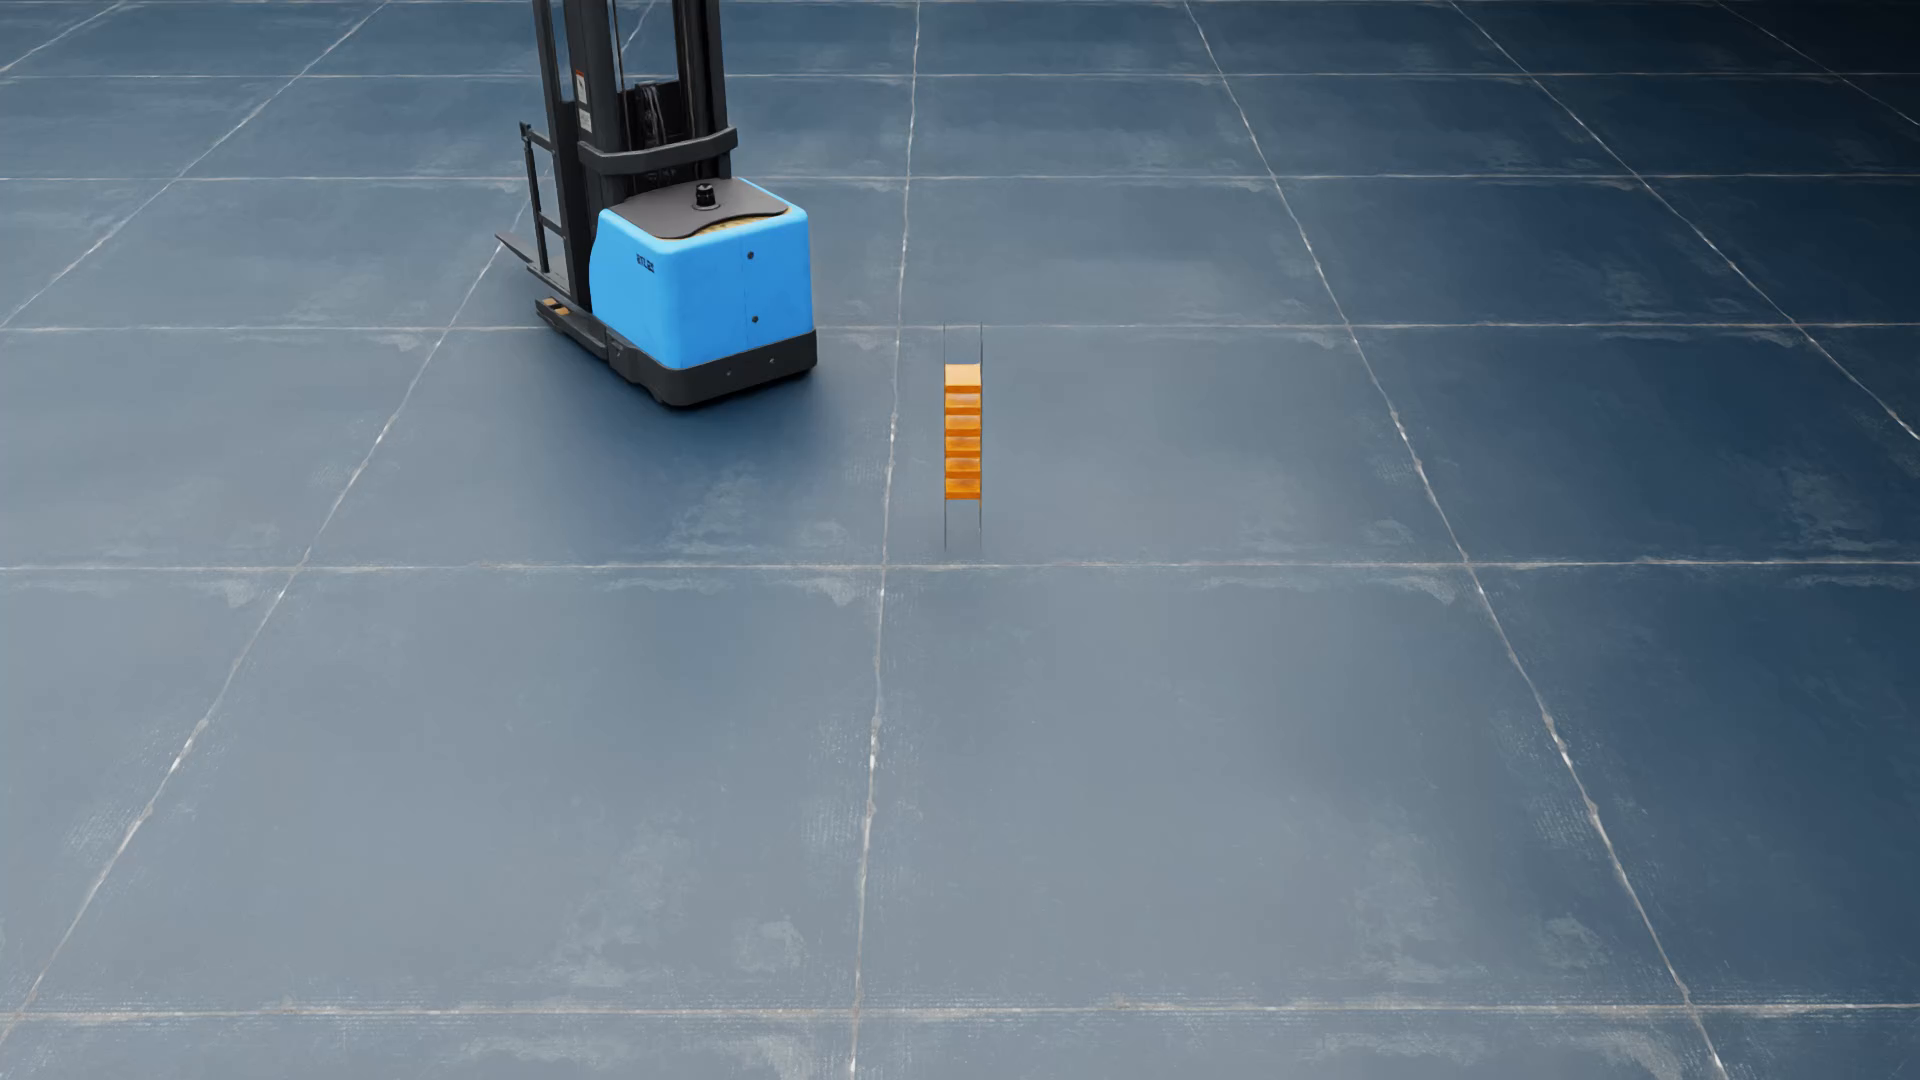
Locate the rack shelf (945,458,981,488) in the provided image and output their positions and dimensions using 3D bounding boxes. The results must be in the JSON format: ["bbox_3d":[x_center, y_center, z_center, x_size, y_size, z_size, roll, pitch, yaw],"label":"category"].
[{"bbox_3d":[0.014,-0.372,8.524,0.180,0.103,0.258,0,31,0],"label":"rack shelf"}]

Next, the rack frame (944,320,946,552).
[{"bbox_3d":[-0.077,-0.513,8.438,0.006,1.200,0.240,0,31,0],"label":"rack frame"}]

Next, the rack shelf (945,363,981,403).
[{"bbox_3d":[0.014,-0.783,8.275,0.180,0.103,0.258,0,31,0],"label":"rack shelf"}]

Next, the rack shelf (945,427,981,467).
[{"bbox_3d":[0.014,-0.475,8.462,0.180,0.103,0.258,0,31,0],"label":"rack shelf"}]

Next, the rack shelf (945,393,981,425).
[{"bbox_3d":[0.014,-0.680,8.337,0.180,0.103,0.258,0,31,0],"label":"rack shelf"}]

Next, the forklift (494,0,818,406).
[{"bbox_3d":[-2.180,-2.759,10.472,1.130,2.935,3.031,-21,37,-31],"label":"forklift"}]

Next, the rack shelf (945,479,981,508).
[{"bbox_3d":[0.014,-0.270,8.586,0.180,0.103,0.258,0,31,0],"label":"rack shelf"}]

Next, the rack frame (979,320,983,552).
[{"bbox_3d":[0.106,-0.513,8.439,0.006,1.200,0.240,0,31,0],"label":"rack frame"}]

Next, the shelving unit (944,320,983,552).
[{"bbox_3d":[0.014,-0.513,8.439,0.189,1.200,0.258,0,31,0],"label":"shelving unit"}]

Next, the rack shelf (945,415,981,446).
[{"bbox_3d":[0.014,-0.578,8.400,0.180,0.103,0.258,0,31,0],"label":"rack shelf"}]
